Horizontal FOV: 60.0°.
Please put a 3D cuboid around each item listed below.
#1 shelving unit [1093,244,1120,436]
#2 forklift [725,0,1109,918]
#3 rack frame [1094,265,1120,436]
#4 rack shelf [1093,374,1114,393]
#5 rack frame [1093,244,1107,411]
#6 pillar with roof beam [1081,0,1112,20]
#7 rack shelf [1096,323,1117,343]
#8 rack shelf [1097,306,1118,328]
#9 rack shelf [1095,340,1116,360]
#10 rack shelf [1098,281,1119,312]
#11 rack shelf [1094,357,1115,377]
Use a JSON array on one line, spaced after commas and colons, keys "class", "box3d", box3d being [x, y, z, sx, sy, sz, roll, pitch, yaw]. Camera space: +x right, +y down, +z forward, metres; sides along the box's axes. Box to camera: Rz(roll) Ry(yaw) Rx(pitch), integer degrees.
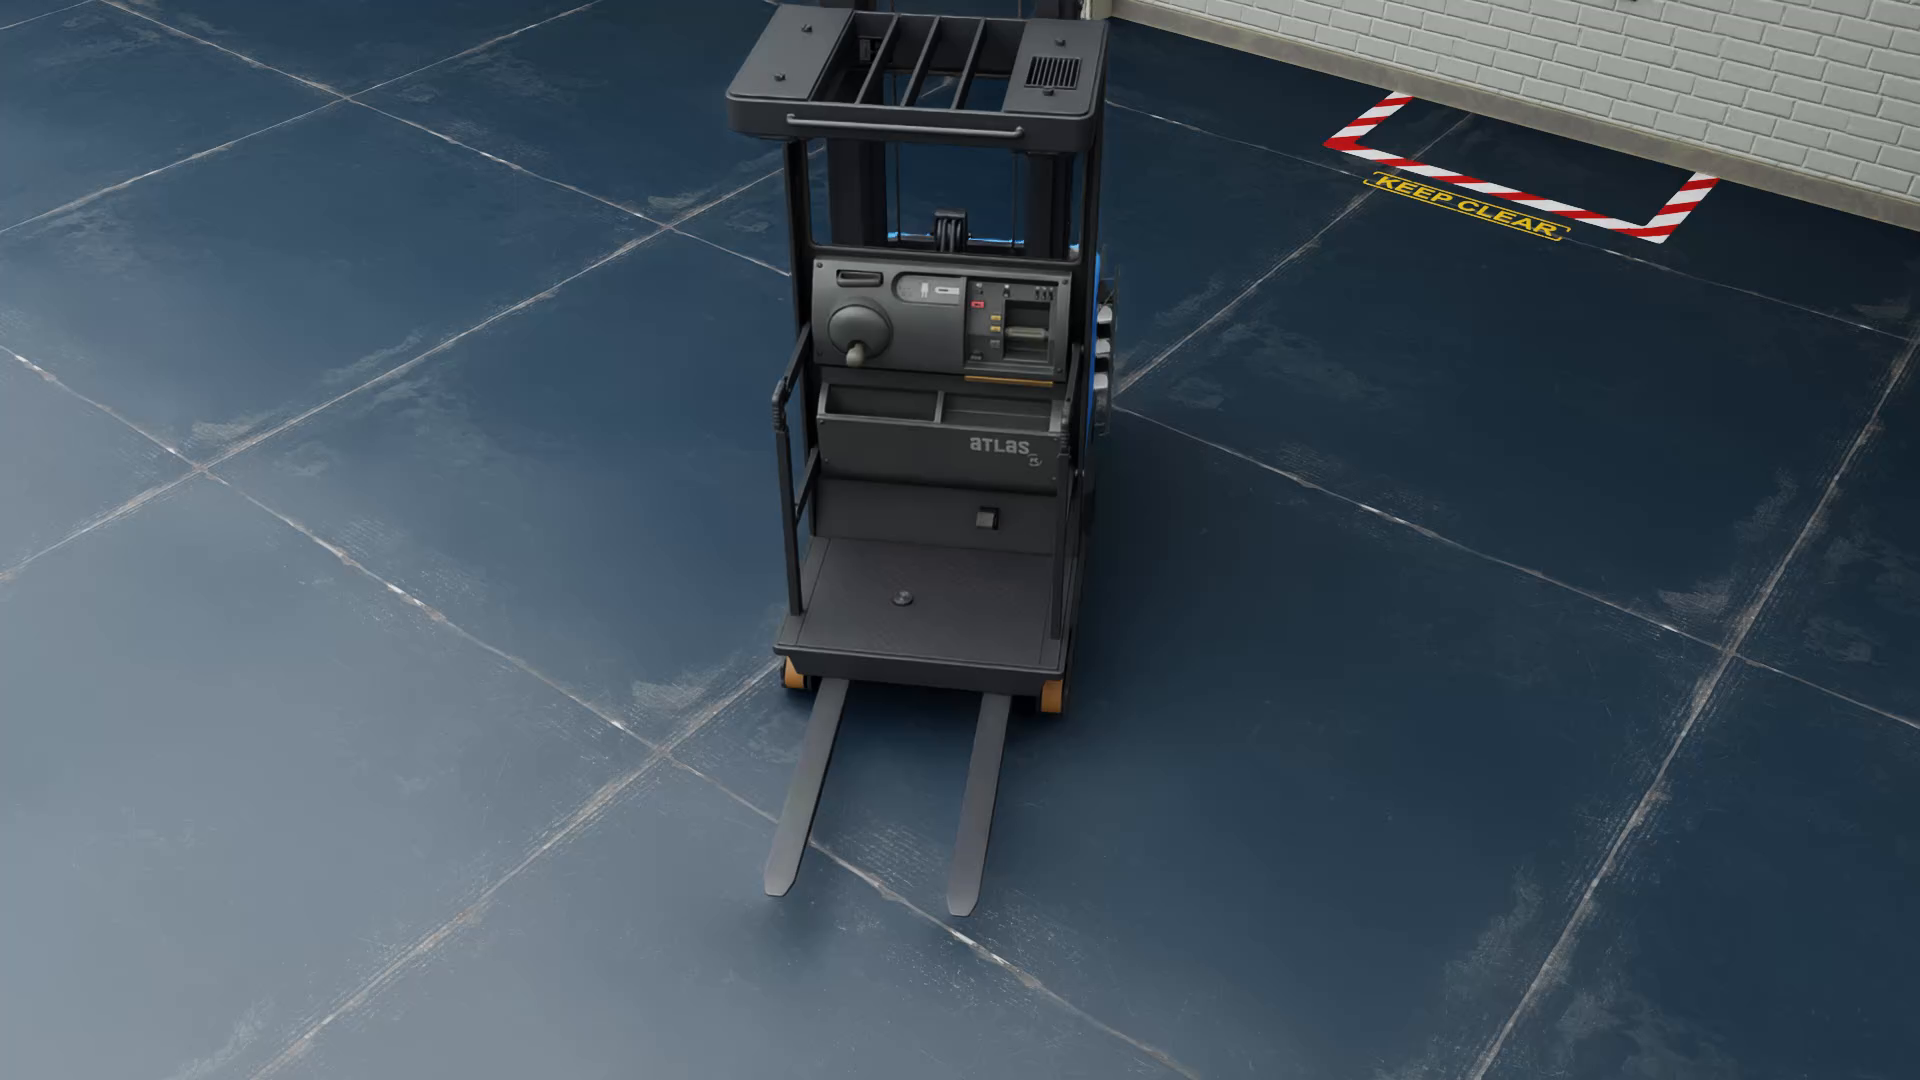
[{"class": "shelving unit", "box3d": [0.567, -0.903, 7.673, 0.258, 0.900, 0.210, -8, 39, -10]}, {"class": "forklift", "box3d": [-0.097, -0.720, 5.793, 1.130, 2.935, 3.031, 5, 38, 6]}, {"class": "rack frame", "box3d": [0.590, -0.842, 7.595, 0.240, 0.900, 0.006, -8, 39, -10]}, {"class": "rack shelf", "box3d": [0.567, -0.735, 7.805, 0.258, 0.077, 0.200, -8, 39, -10]}, {"class": "rack frame", "box3d": [0.544, -0.964, 7.751, 0.240, 0.900, 0.006, -8, 39, -10]}, {"class": "pillar with roof beam", "box3d": [-1.742, -5.278, 6.691, 0.400, 9.000, 9.100, 25, 45, 29]}, {"class": "rack shelf", "box3d": [0.567, -0.948, 7.638, 0.258, 0.077, 0.200, -8, 39, -10]}, {"class": "rack shelf", "box3d": [0.567, -1.018, 7.583, 0.258, 0.077, 0.200, -8, 39, -10]}, {"class": "rack shelf", "box3d": [0.567, -0.877, 7.694, 0.258, 0.077, 0.200, -8, 39, -10]}, {"class": "rack shelf", "box3d": [0.567, -1.089, 7.527, 0.258, 0.077, 0.200, -8, 39, -10]}, {"class": "rack shelf", "box3d": [0.567, -0.806, 7.749, 0.258, 0.077, 0.200, -8, 39, -10]}]
